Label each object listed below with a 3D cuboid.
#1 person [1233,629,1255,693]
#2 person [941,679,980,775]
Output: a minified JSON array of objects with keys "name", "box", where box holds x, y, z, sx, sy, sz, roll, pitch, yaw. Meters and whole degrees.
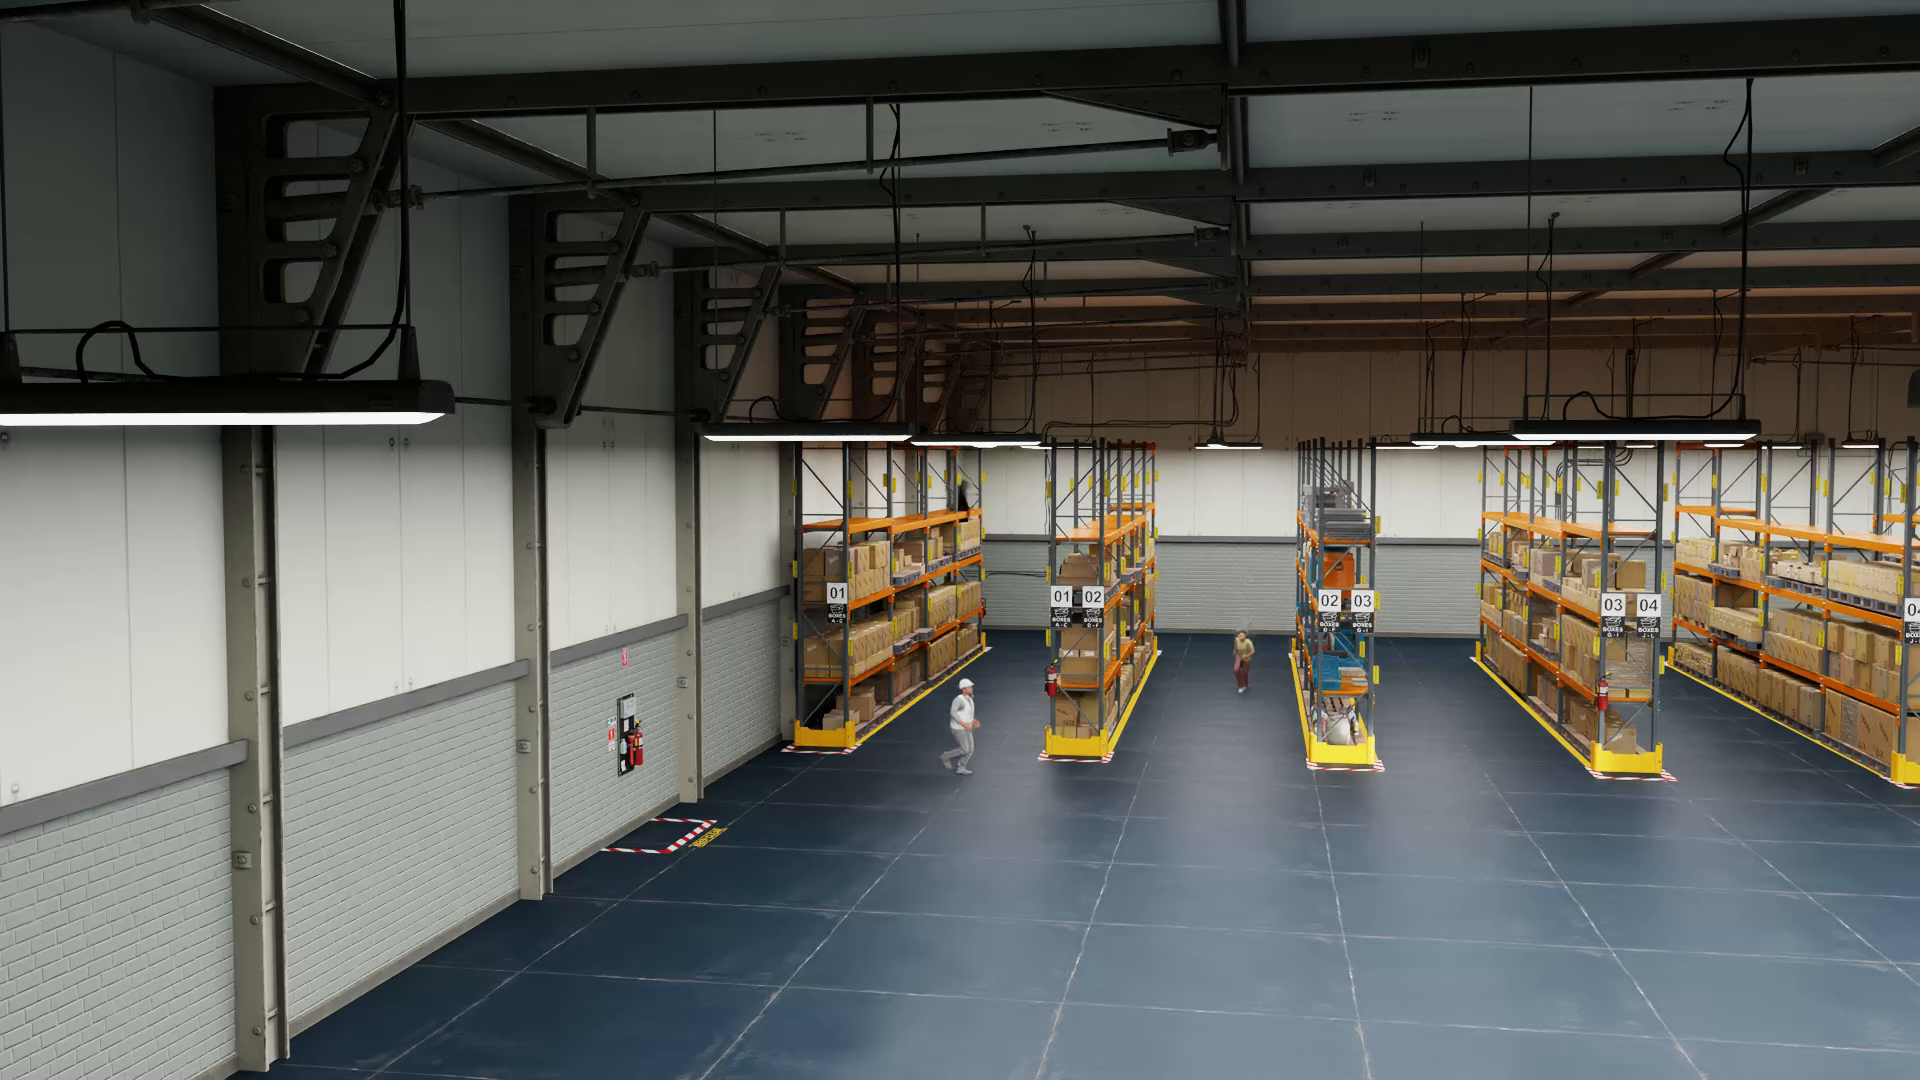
[{"name":"person","box":[6.797,2.848,39.704,0.585,1.513,1.014,1,3,21]},{"name":"person","box":[-0.018,3.311,29.543,0.636,1.709,0.660,2,3,27]}]
